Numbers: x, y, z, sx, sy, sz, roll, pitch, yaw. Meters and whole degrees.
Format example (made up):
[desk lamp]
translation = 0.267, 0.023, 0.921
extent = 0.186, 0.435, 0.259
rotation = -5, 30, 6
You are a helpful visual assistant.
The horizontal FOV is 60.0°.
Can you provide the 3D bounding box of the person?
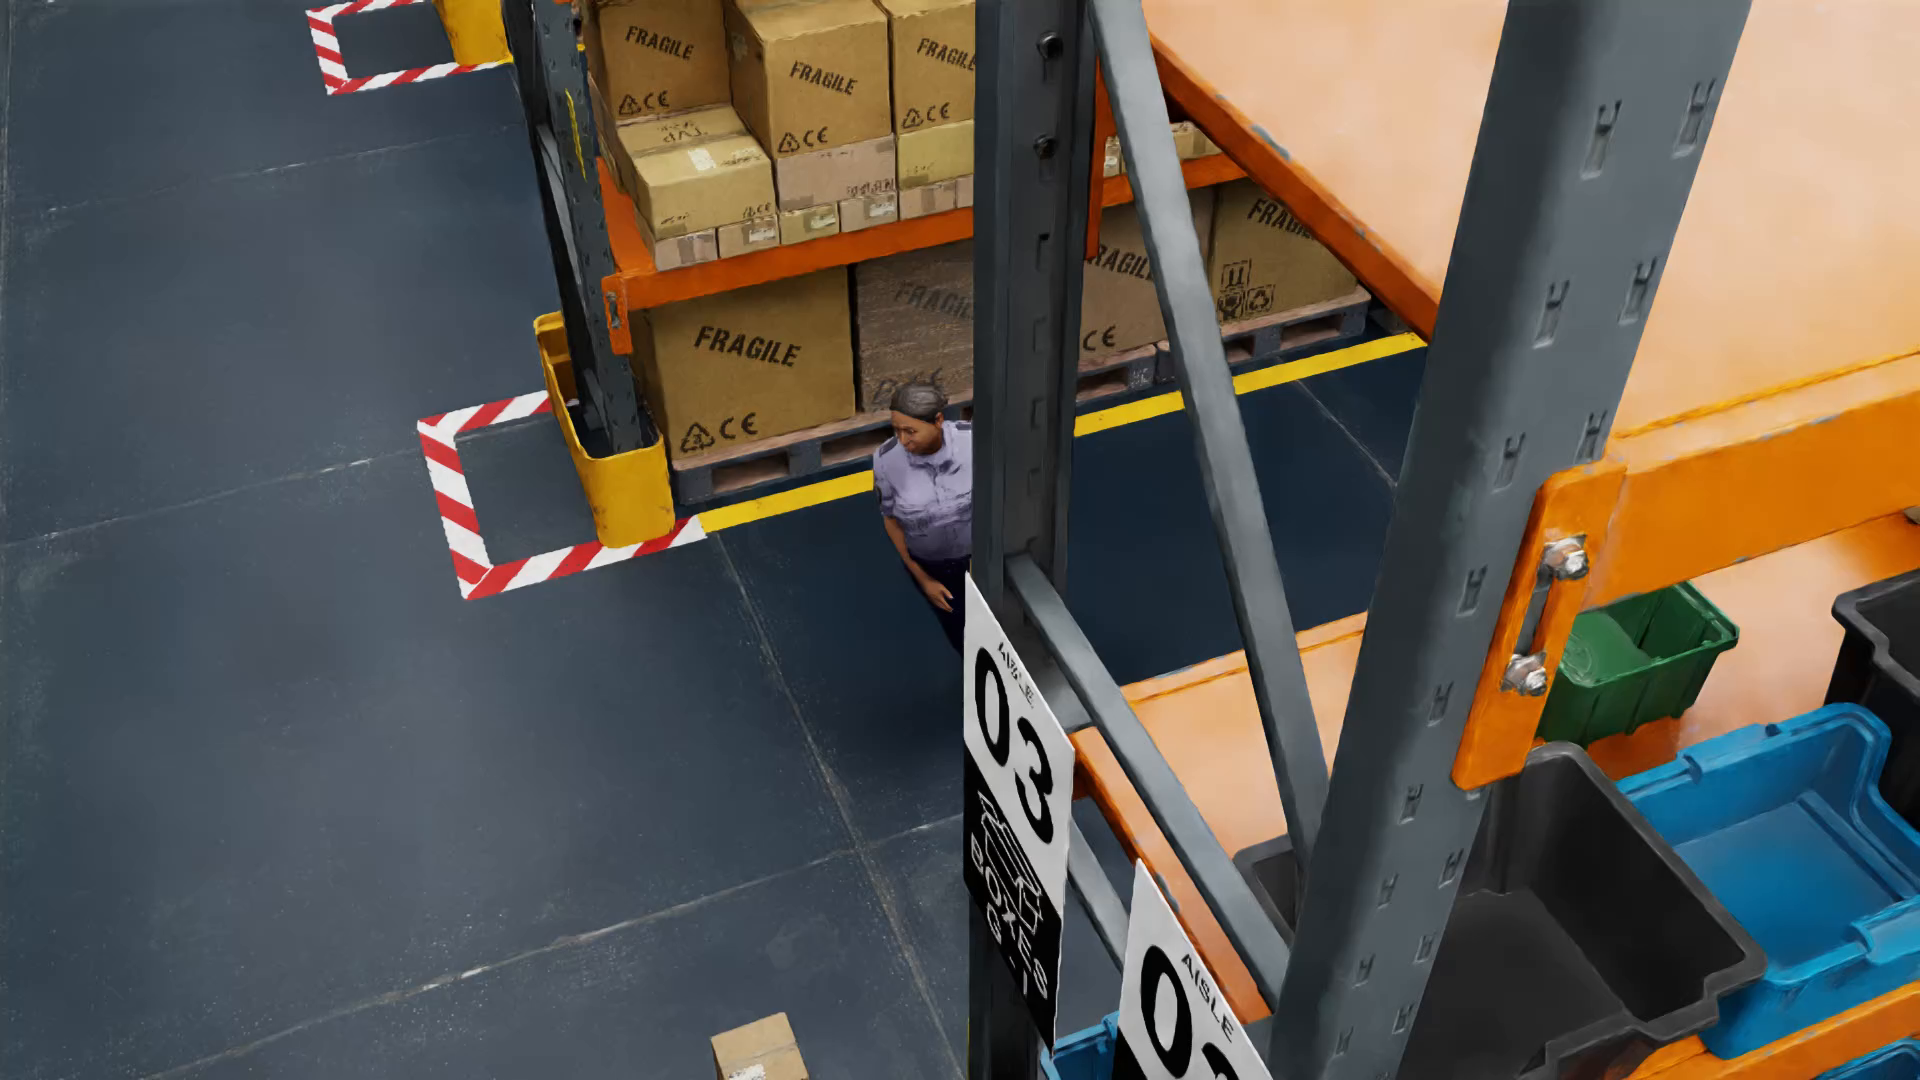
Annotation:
[person]
translation = 0.036, 0.049, 6.131
extent = 0.690, 1.611, 0.495
rotation = -5, 42, -5
